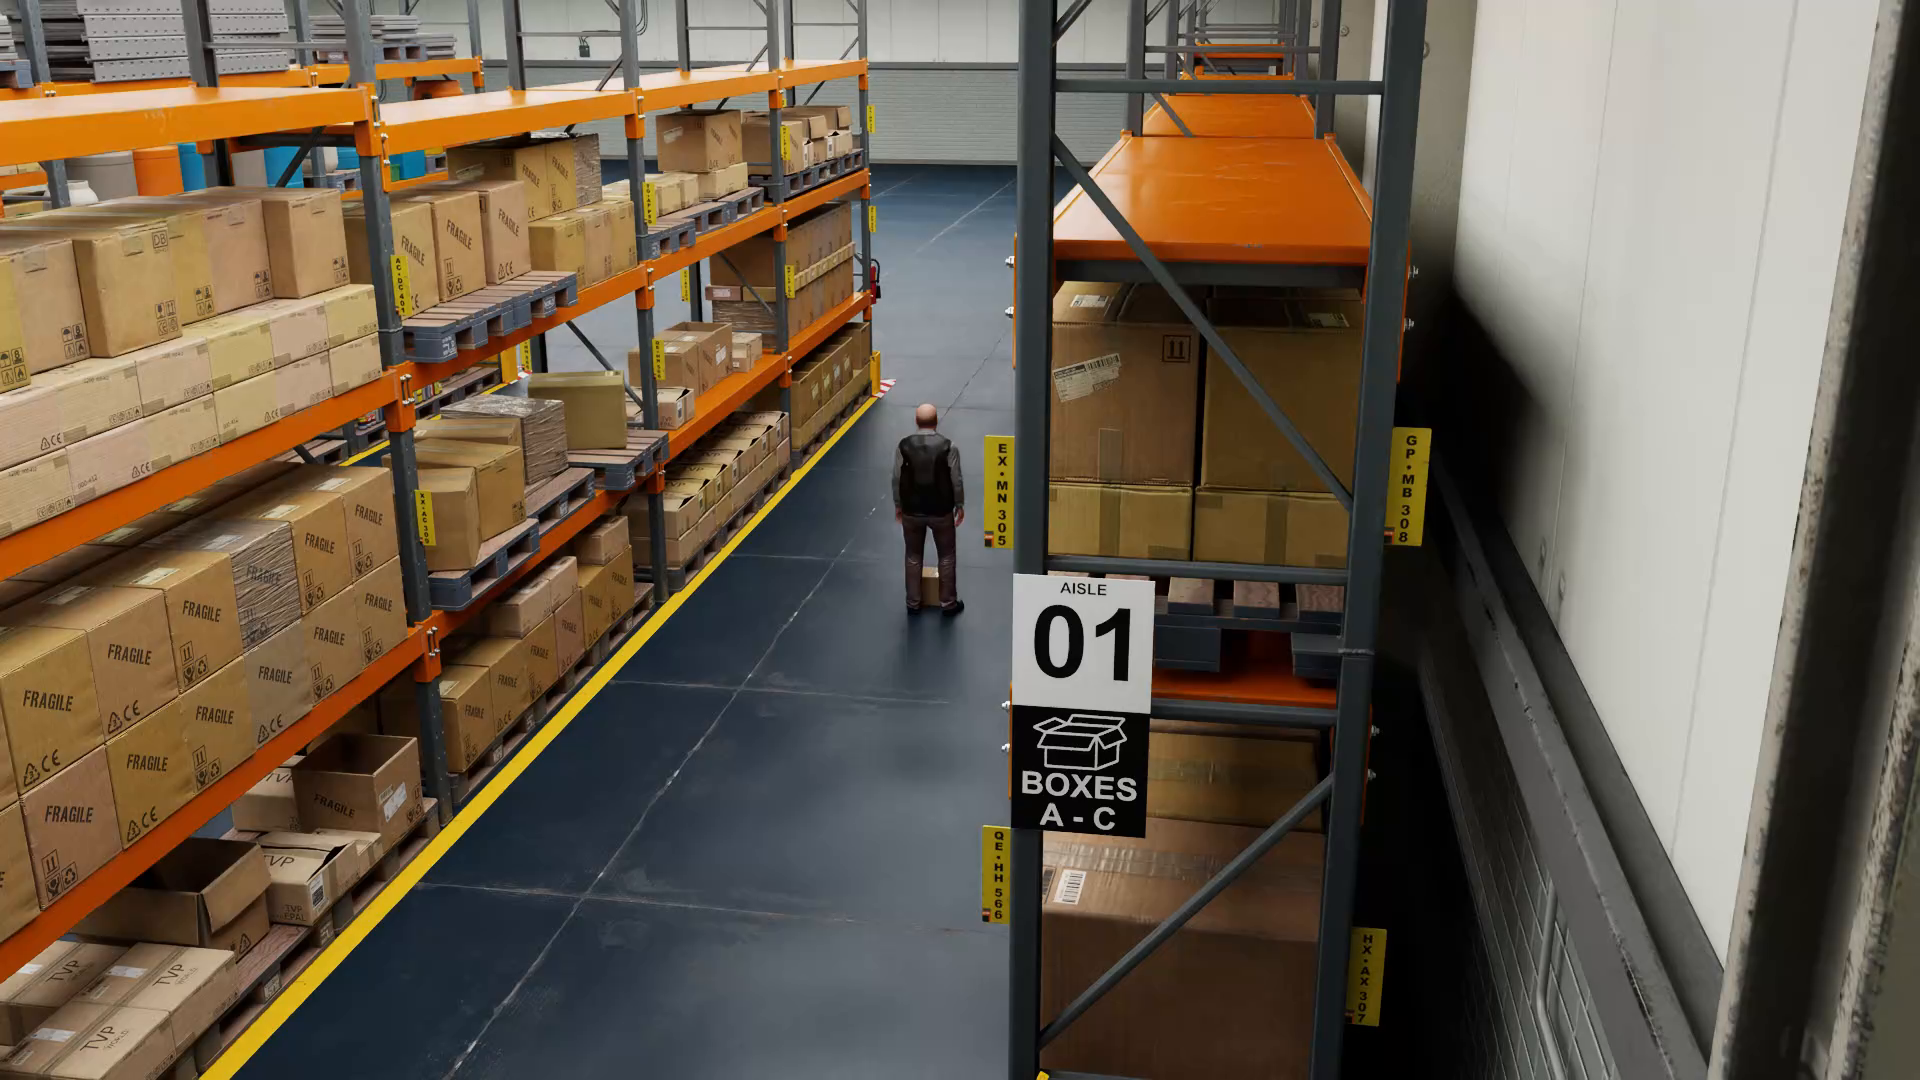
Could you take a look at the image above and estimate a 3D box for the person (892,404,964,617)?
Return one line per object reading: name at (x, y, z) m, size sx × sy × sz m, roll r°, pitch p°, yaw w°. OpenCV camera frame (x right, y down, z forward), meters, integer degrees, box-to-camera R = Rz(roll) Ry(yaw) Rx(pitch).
person at (-0.255, -0.229, 13.307) m, size 0.578 × 1.720 × 0.419 m, roll 2°, pitch 18°, yaw 8°
